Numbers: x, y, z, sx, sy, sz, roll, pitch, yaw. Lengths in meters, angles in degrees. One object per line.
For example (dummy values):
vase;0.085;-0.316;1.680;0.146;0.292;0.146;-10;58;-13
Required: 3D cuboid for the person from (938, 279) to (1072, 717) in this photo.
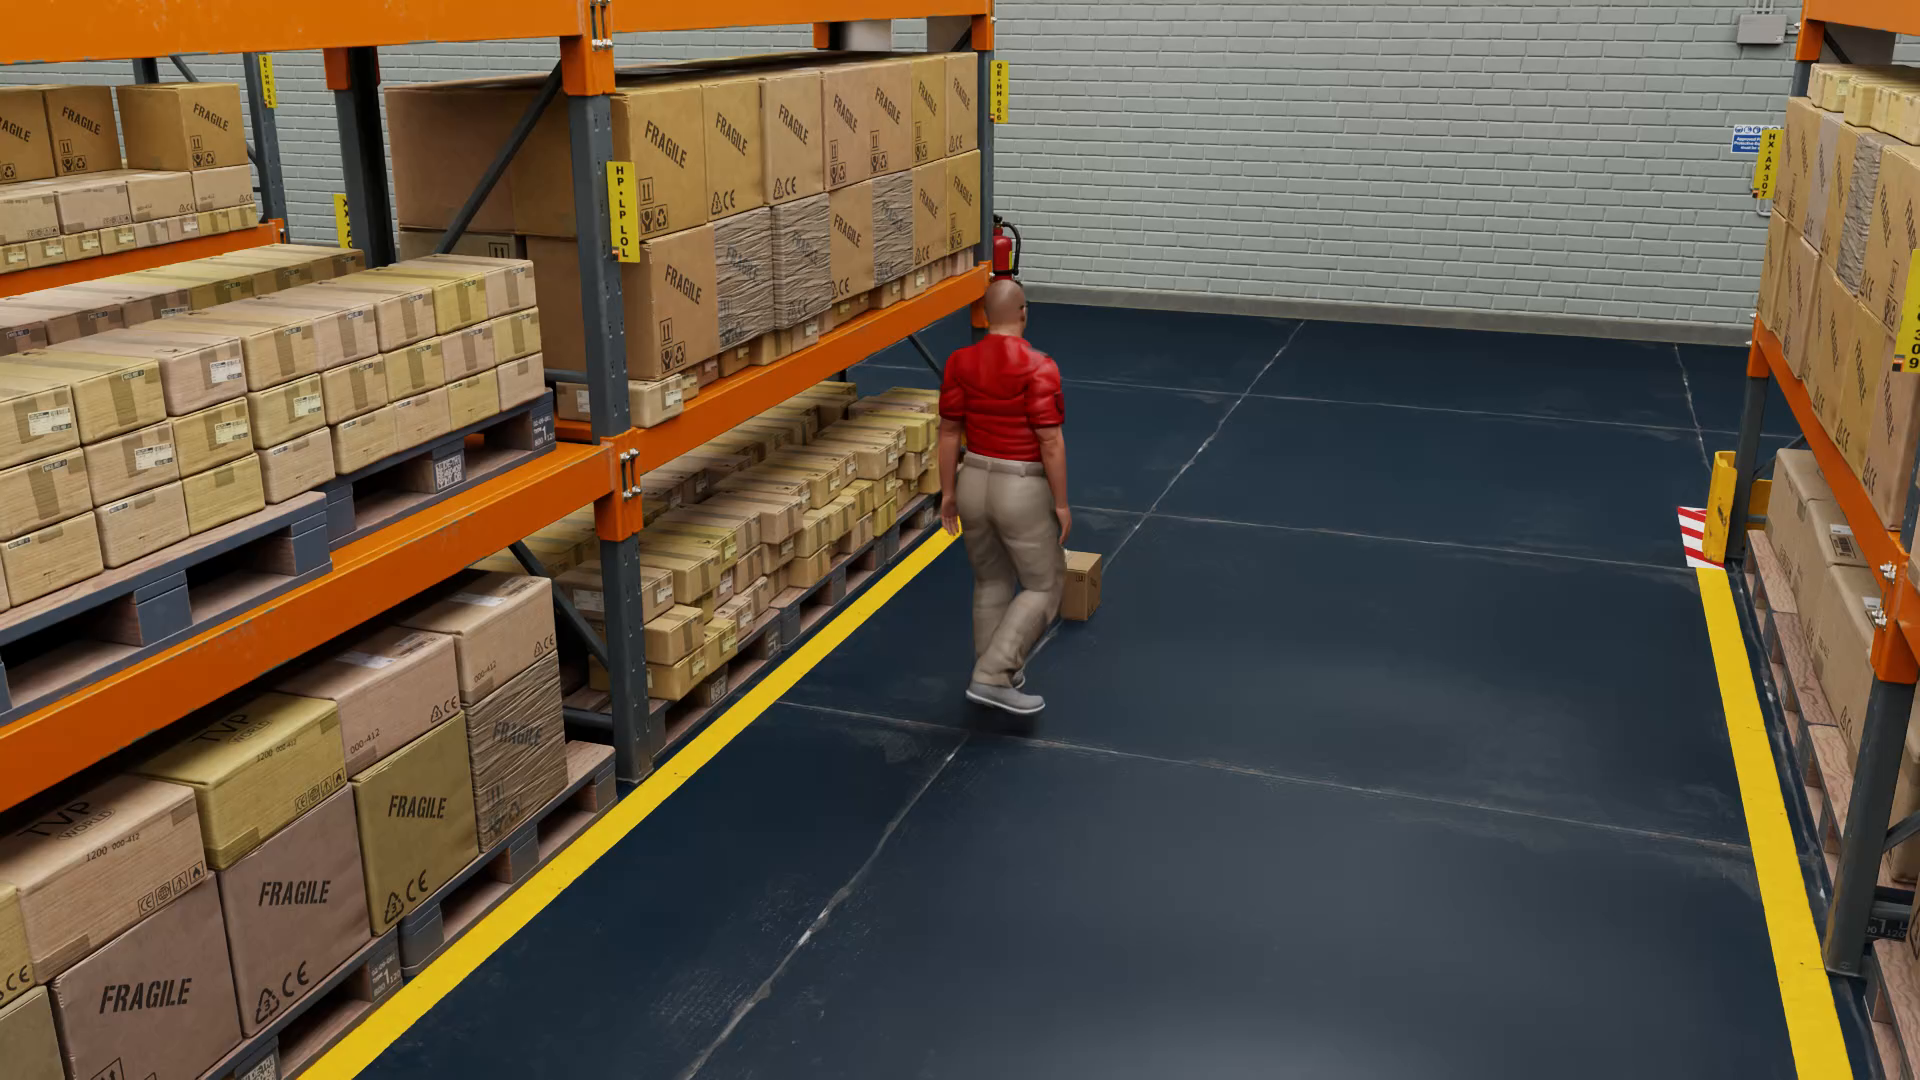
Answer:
person;0.148;-0.140;6.516;0.566;1.730;0.588;13;22;33
